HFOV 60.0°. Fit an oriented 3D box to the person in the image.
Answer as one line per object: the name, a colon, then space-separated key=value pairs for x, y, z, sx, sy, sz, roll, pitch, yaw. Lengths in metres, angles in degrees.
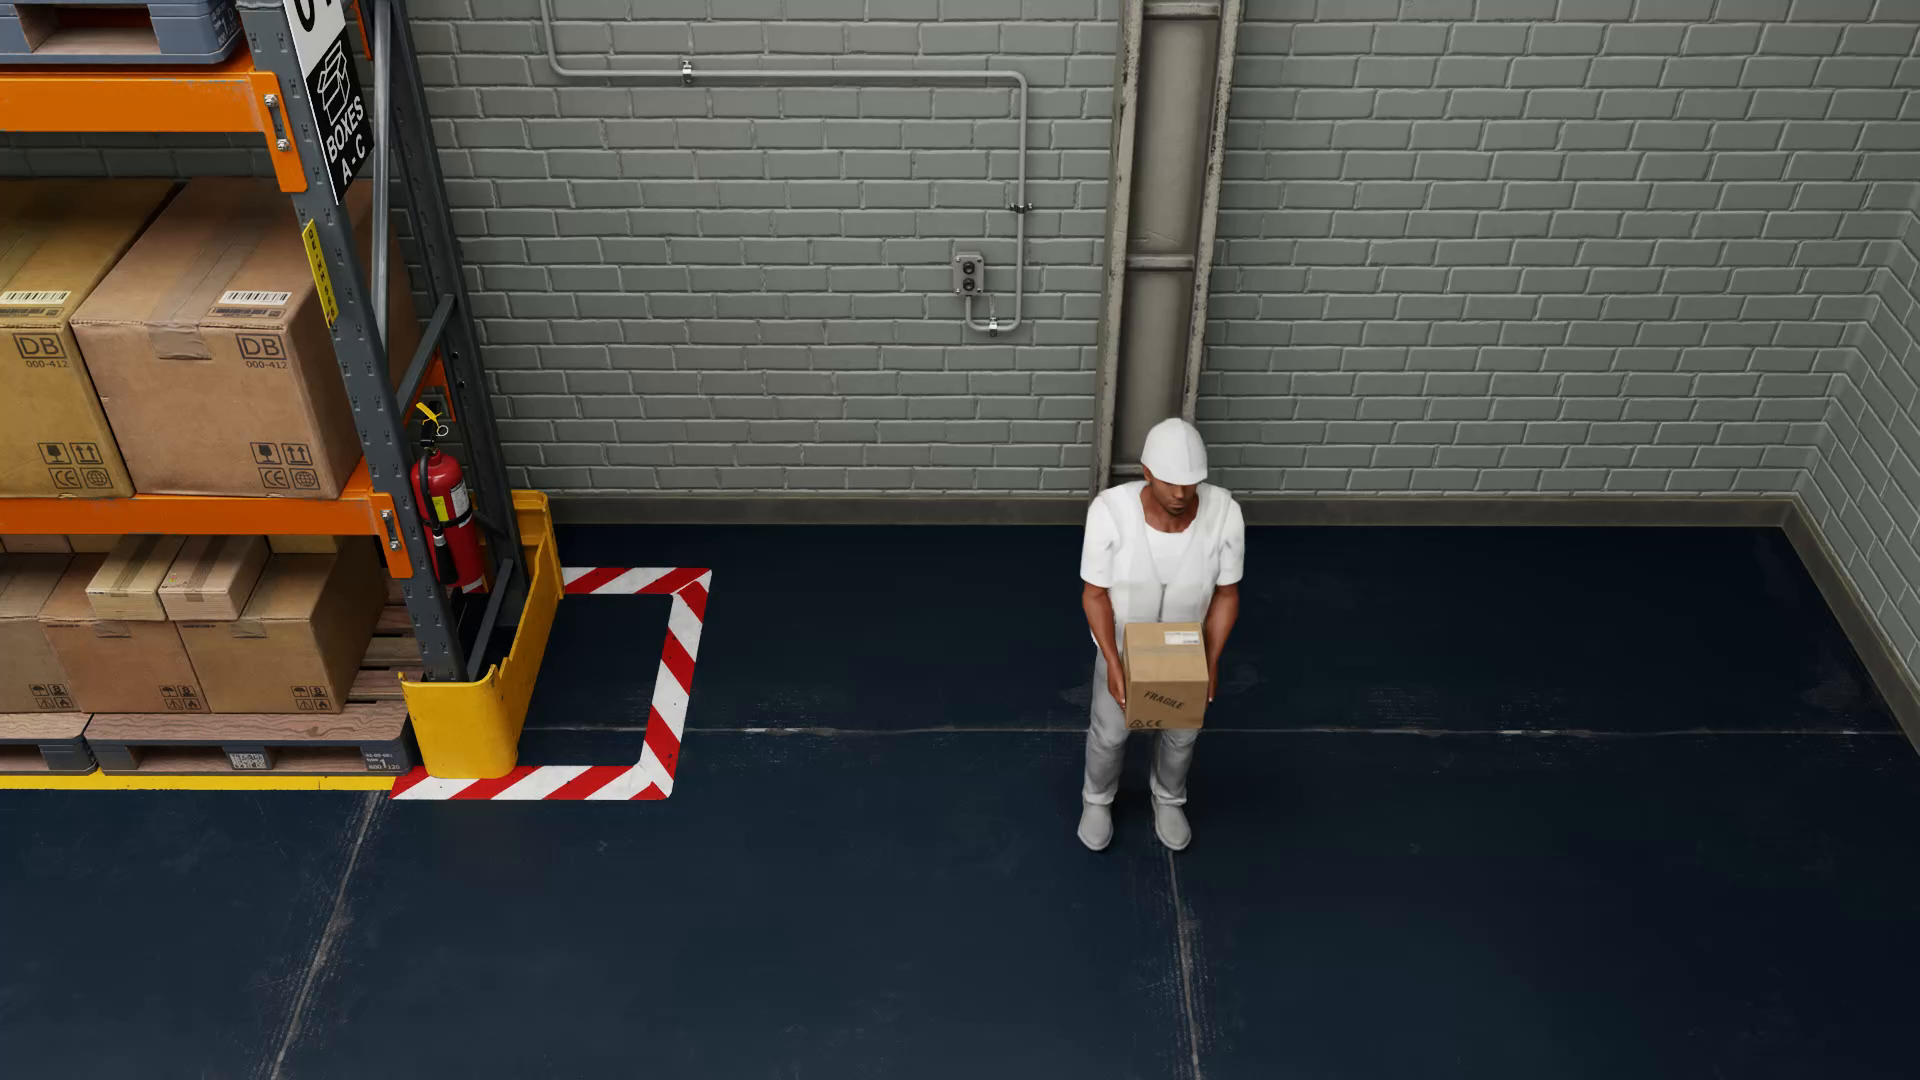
person: x=0.669 y=0.079 z=5.382 sx=0.542 sy=0.938 sz=0.551 roll=0 pitch=39 yaw=0
